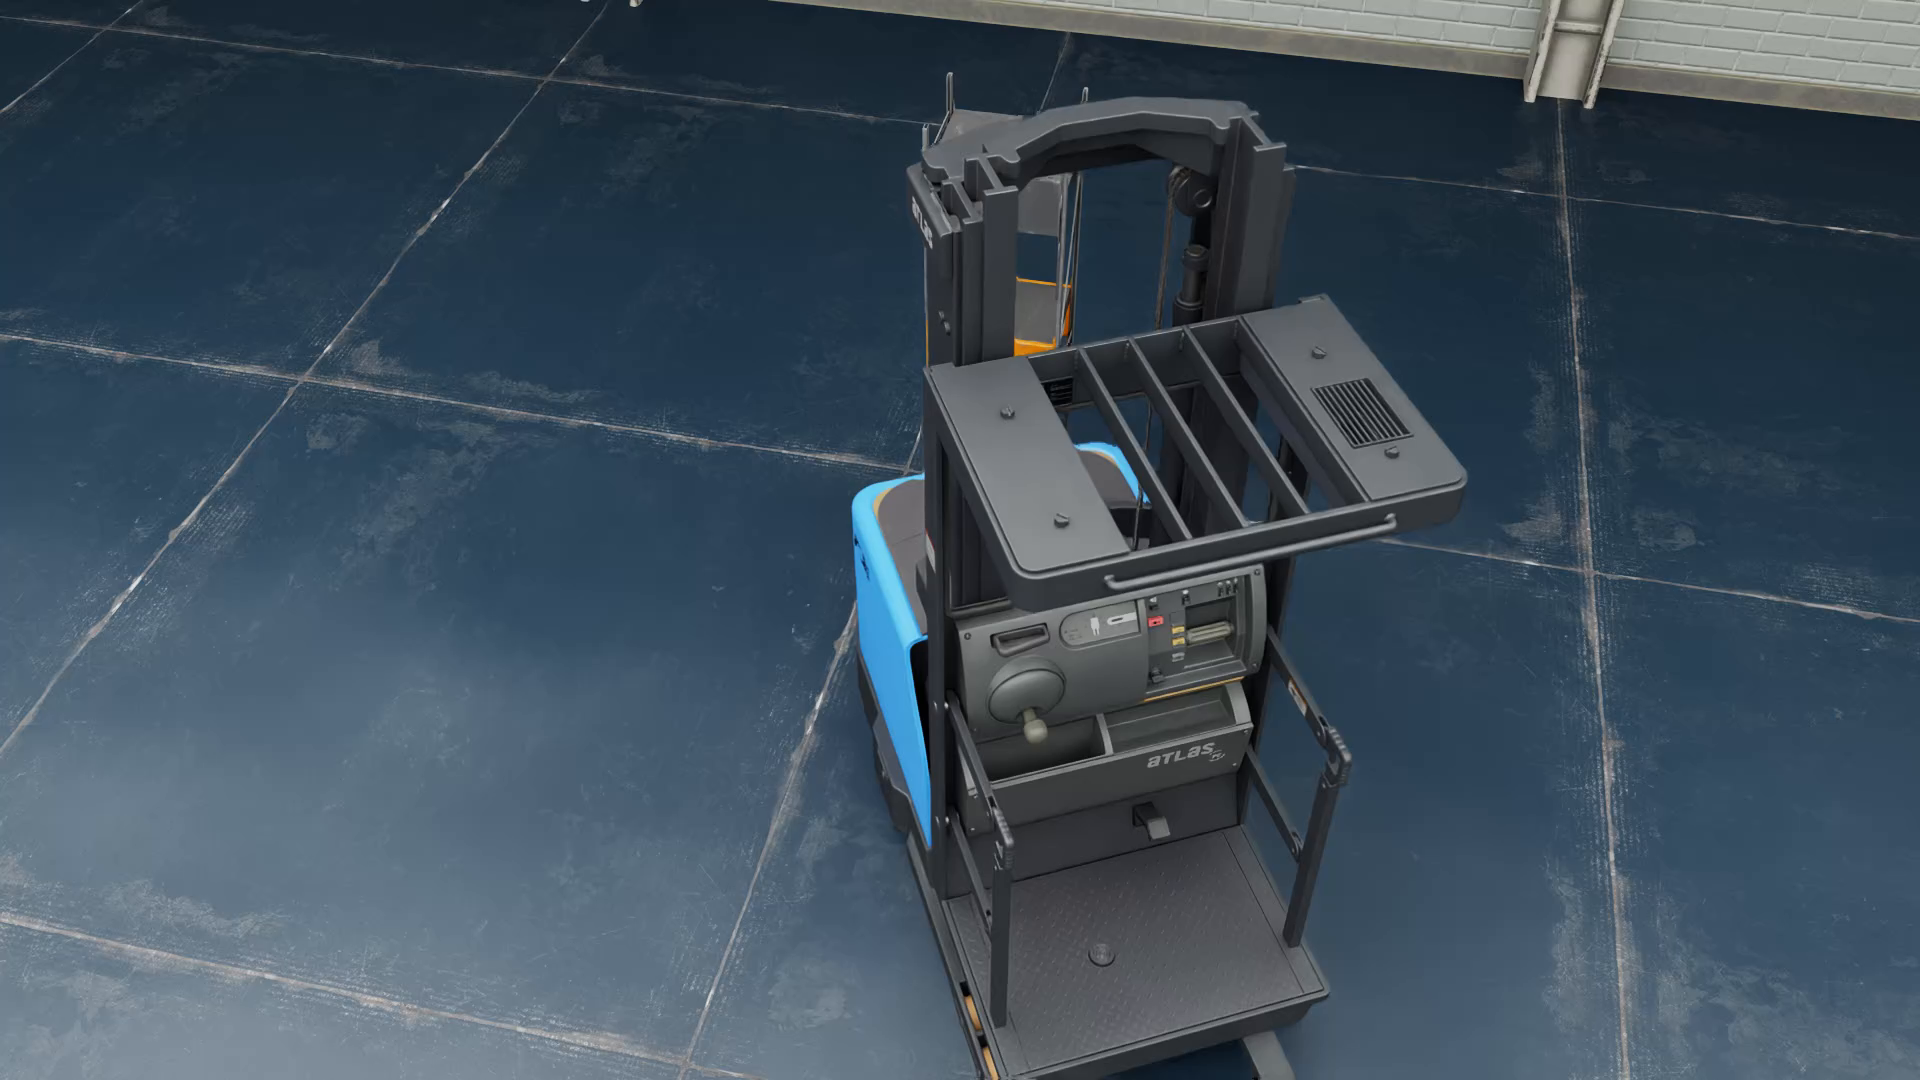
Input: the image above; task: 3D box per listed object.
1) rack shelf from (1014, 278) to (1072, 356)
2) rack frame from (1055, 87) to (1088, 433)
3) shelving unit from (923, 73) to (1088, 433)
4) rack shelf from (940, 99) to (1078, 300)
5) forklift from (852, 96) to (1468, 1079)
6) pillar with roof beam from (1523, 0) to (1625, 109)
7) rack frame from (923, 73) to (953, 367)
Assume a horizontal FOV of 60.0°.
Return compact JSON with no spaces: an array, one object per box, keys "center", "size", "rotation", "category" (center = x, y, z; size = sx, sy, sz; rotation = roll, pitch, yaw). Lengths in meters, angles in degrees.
[{"center":[0.162,-0.722,6.465],"size":[0.480,0.518,0.431],"rotation":[9,45,9],"category":"rack shelf"},{"center":[0.400,-0.694,6.417],"size":[0.015,2.100,0.400],"rotation":[9,45,9],"category":"rack frame"},{"center":[0.162,-0.731,6.456],"size":[0.503,2.100,0.431],"rotation":[9,45,9],"category":"shelving unit"},{"center":[0.162,-1.226,5.980],"size":[0.480,0.518,0.431],"rotation":[9,45,9],"category":"rack shelf"},{"center":[0.514,0.414,4.666],"size":[1.130,2.935,3.031],"rotation":[-12,45,-12],"category":"forklift"},{"center":[2.659,-3.023,3.862],"size":[0.400,9.000,9.100],"rotation":[9,45,9],"category":"pillar with roof beam"},{"center":[-0.077,-0.768,6.494],"size":[0.015,2.100,0.400],"rotation":[9,45,9],"category":"rack frame"}]
